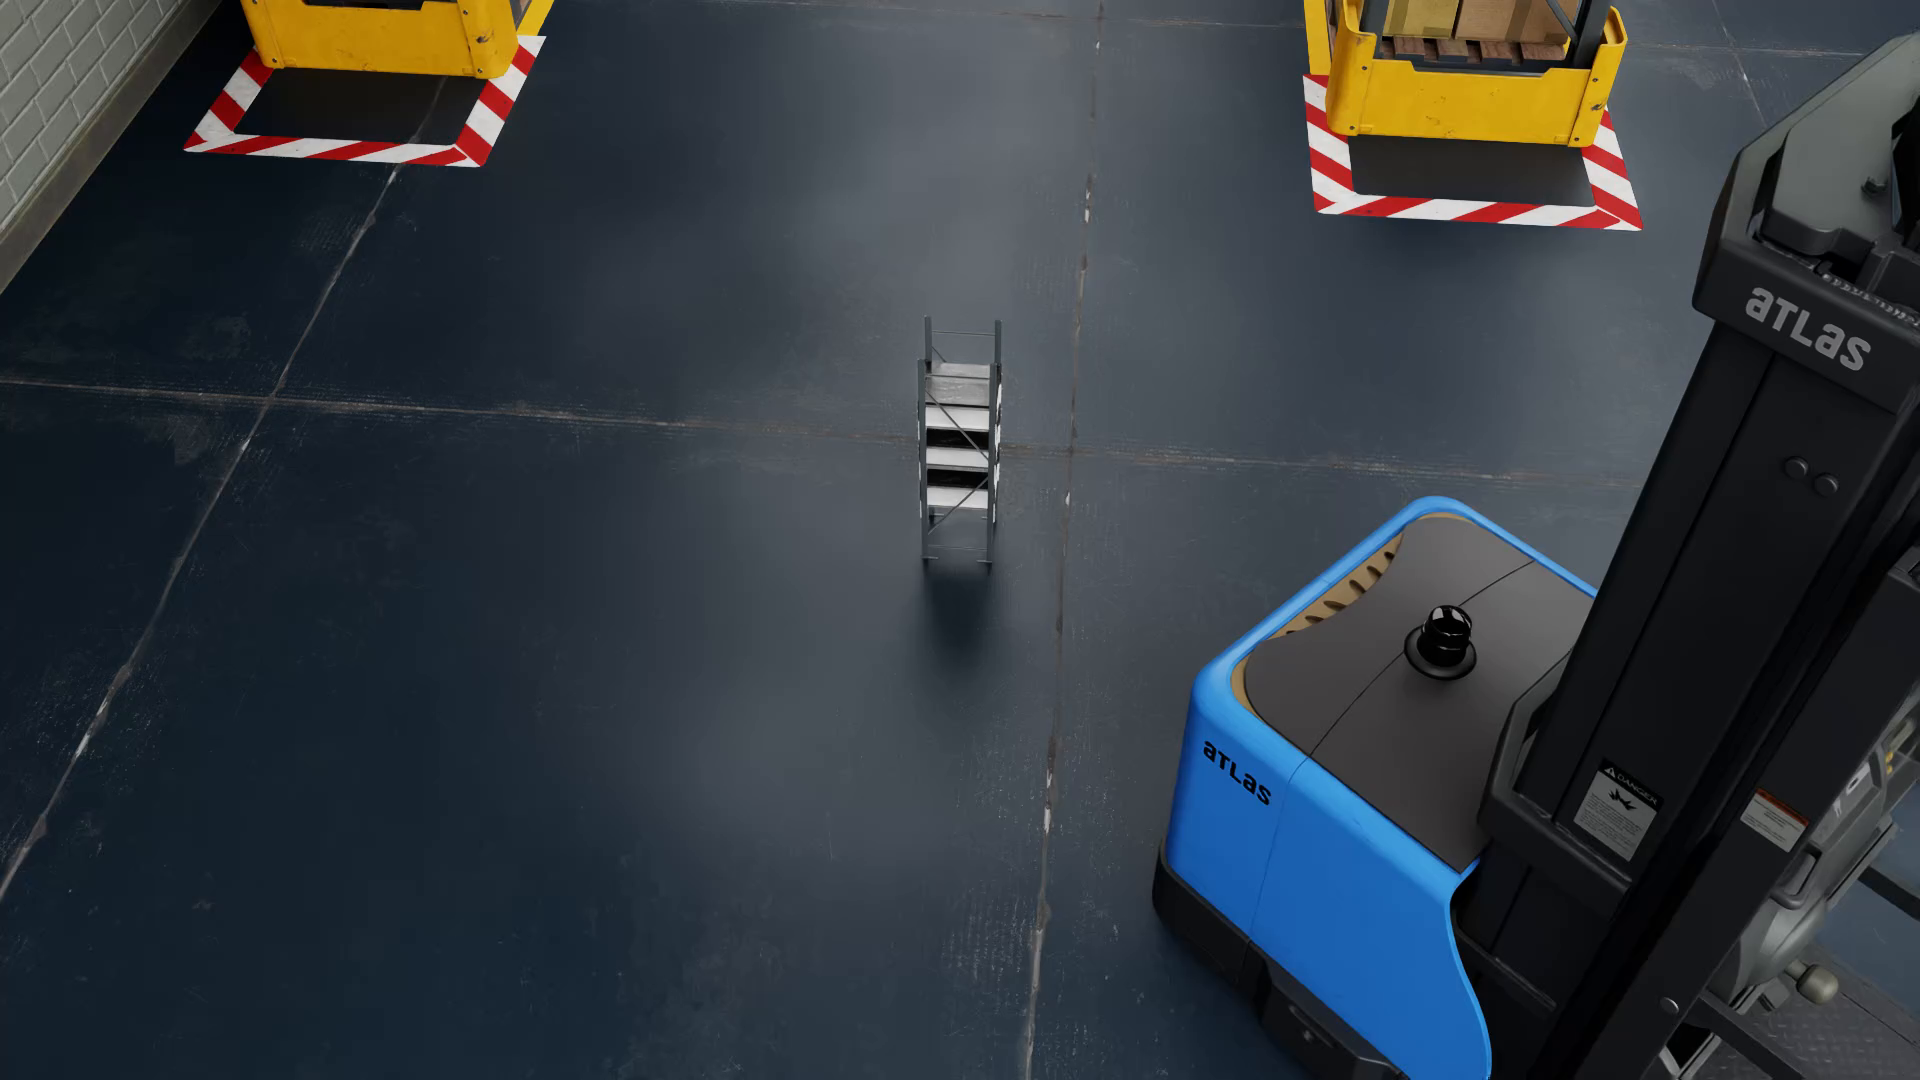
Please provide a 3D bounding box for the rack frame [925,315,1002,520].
[{"bbox_3d":[0.010,-0.384,5.492,0.240,0.900,0.006,4,48,4],"label":"rack frame"}]

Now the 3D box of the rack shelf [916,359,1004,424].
[{"bbox_3d":[0.001,-0.469,5.249,0.258,0.077,0.200,4,48,4],"label":"rack shelf"}]

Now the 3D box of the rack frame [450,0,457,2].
[{"bbox_3d":[-2.693,-3.254,6.693,1.000,3.000,0.127,4,48,4],"label":"rack frame"}]

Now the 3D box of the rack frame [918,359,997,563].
[{"bbox_3d":[-0.009,-0.235,5.355,0.240,0.900,0.006,4,48,4],"label":"rack frame"}]

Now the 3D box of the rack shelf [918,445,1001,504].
[{"bbox_3d":[0.001,-0.226,5.514,0.258,0.077,0.200,4,48,4],"label":"rack shelf"}]

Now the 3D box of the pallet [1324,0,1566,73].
[{"bbox_3d":[2.269,-2.547,7.937,1.003,0.211,1.213,4,48,4],"label":"pallet"}]

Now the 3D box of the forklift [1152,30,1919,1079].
[{"bbox_3d":[1.909,0.635,3.183,1.130,2.935,3.031,-34,56,-27],"label":"forklift"}]

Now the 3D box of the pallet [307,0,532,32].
[{"bbox_3d":[-2.576,-2.963,8.317,1.003,0.211,1.213,4,48,4],"label":"pallet"}]

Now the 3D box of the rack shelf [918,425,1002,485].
[{"bbox_3d":[0.001,-0.287,5.448,0.258,0.077,0.200,4,48,4],"label":"rack shelf"}]

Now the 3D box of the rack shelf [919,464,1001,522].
[{"bbox_3d":[0.001,-0.166,5.581,0.258,0.077,0.200,4,48,4],"label":"rack shelf"}]

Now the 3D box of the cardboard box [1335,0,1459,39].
[{"bbox_3d":[1.995,-2.551,7.629,0.500,0.250,0.500,4,48,4],"label":"cardboard box"}]

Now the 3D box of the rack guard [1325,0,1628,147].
[{"bbox_3d":[2.239,-2.062,7.297,1.175,0.500,0.348,4,48,4],"label":"rack guard"}]

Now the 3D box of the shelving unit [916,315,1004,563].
[{"bbox_3d":[0.001,-0.310,5.423,0.258,0.900,0.210,4,48,4],"label":"shelving unit"}]

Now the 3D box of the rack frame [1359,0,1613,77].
[{"bbox_3d":[2.241,-2.924,6.391,1.000,3.000,0.127,4,48,4],"label":"rack frame"}]

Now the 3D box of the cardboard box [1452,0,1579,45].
[{"bbox_3d":[2.511,-2.516,7.598,0.500,0.250,0.500,4,48,4],"label":"cardboard box"}]

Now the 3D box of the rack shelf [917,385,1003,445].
[{"bbox_3d":[0.001,-0.409,5.315,0.258,0.077,0.200,4,48,4],"label":"rack shelf"}]

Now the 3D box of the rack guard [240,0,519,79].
[{"bbox_3d":[-2.686,-2.466,7.667,1.175,0.500,0.348,4,48,4],"label":"rack guard"}]

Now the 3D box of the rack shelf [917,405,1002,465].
[{"bbox_3d":[0.001,-0.348,5.382,0.258,0.077,0.200,4,48,4],"label":"rack shelf"}]
